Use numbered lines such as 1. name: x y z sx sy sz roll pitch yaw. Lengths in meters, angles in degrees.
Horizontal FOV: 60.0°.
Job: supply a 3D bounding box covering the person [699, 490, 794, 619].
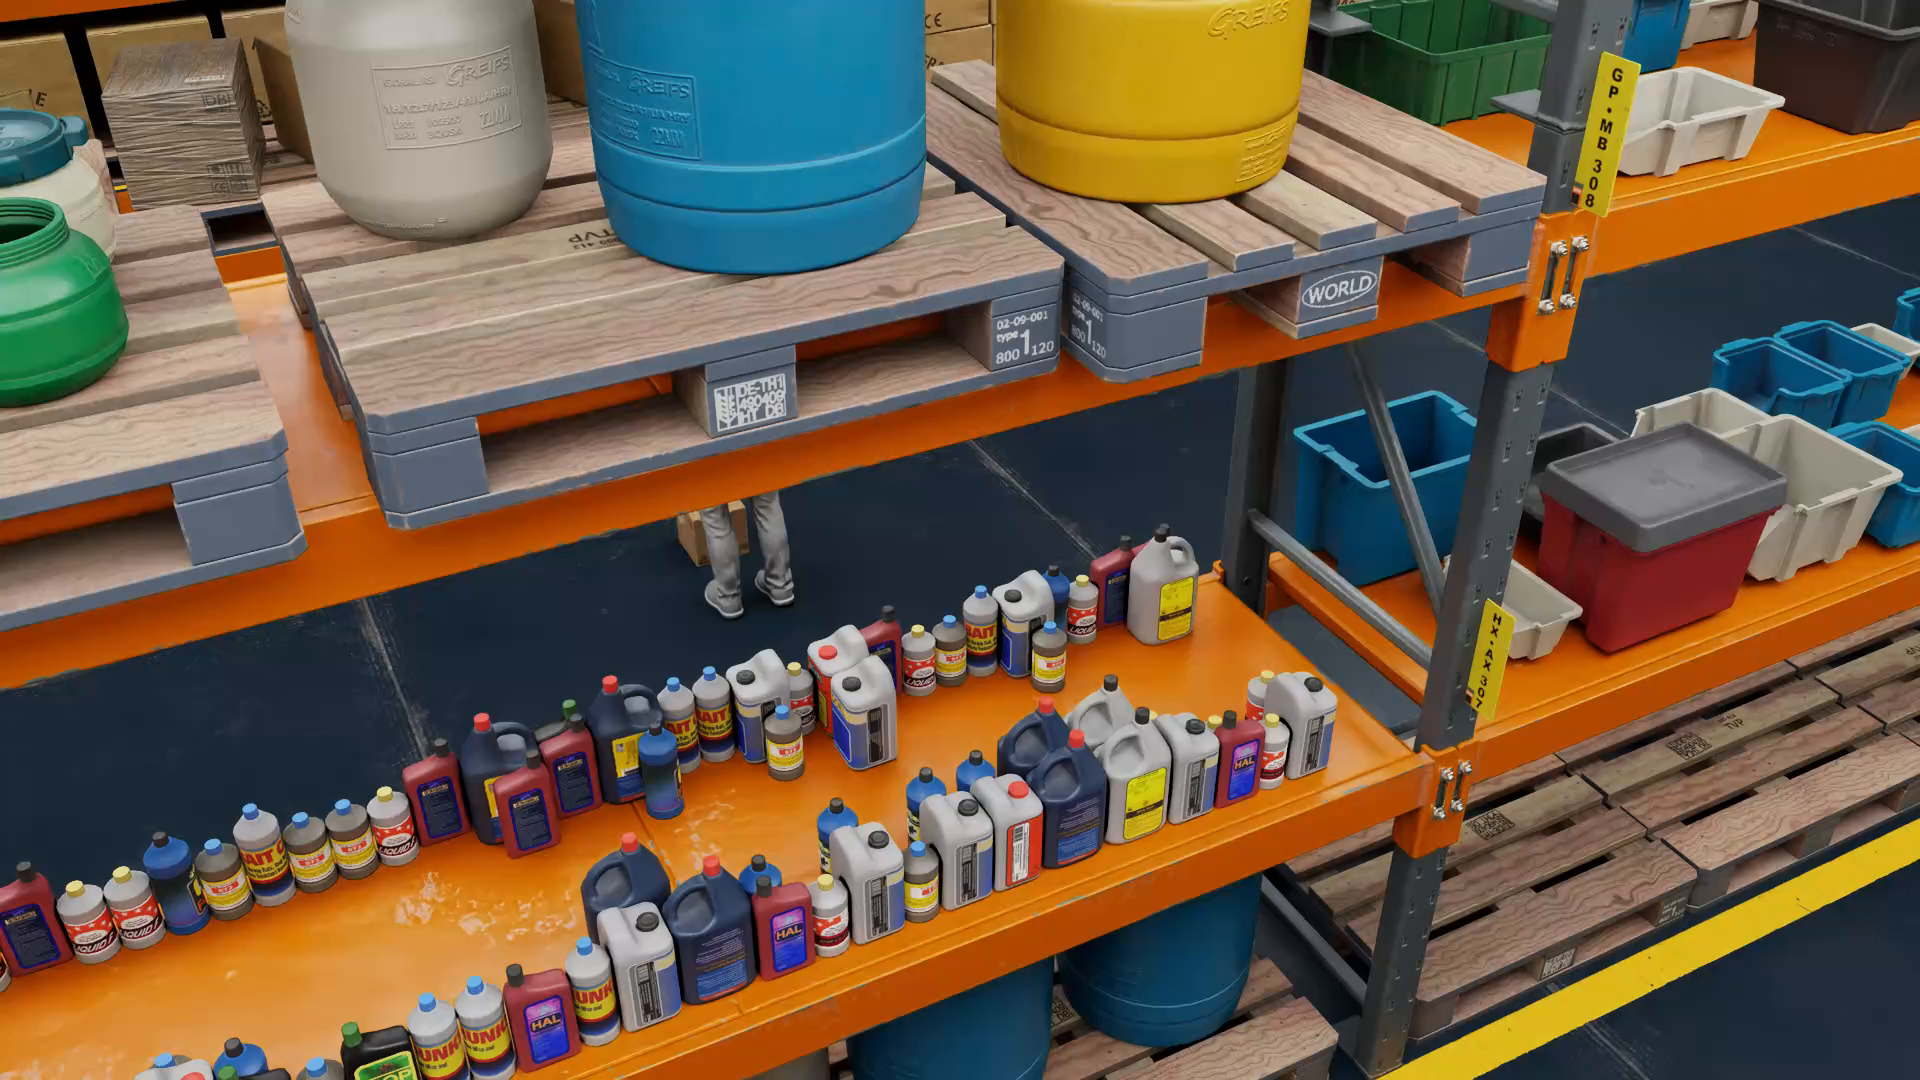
1. person: -0.946 -0.432 6.809 0.470 1.669 0.328 -15 36 -22
